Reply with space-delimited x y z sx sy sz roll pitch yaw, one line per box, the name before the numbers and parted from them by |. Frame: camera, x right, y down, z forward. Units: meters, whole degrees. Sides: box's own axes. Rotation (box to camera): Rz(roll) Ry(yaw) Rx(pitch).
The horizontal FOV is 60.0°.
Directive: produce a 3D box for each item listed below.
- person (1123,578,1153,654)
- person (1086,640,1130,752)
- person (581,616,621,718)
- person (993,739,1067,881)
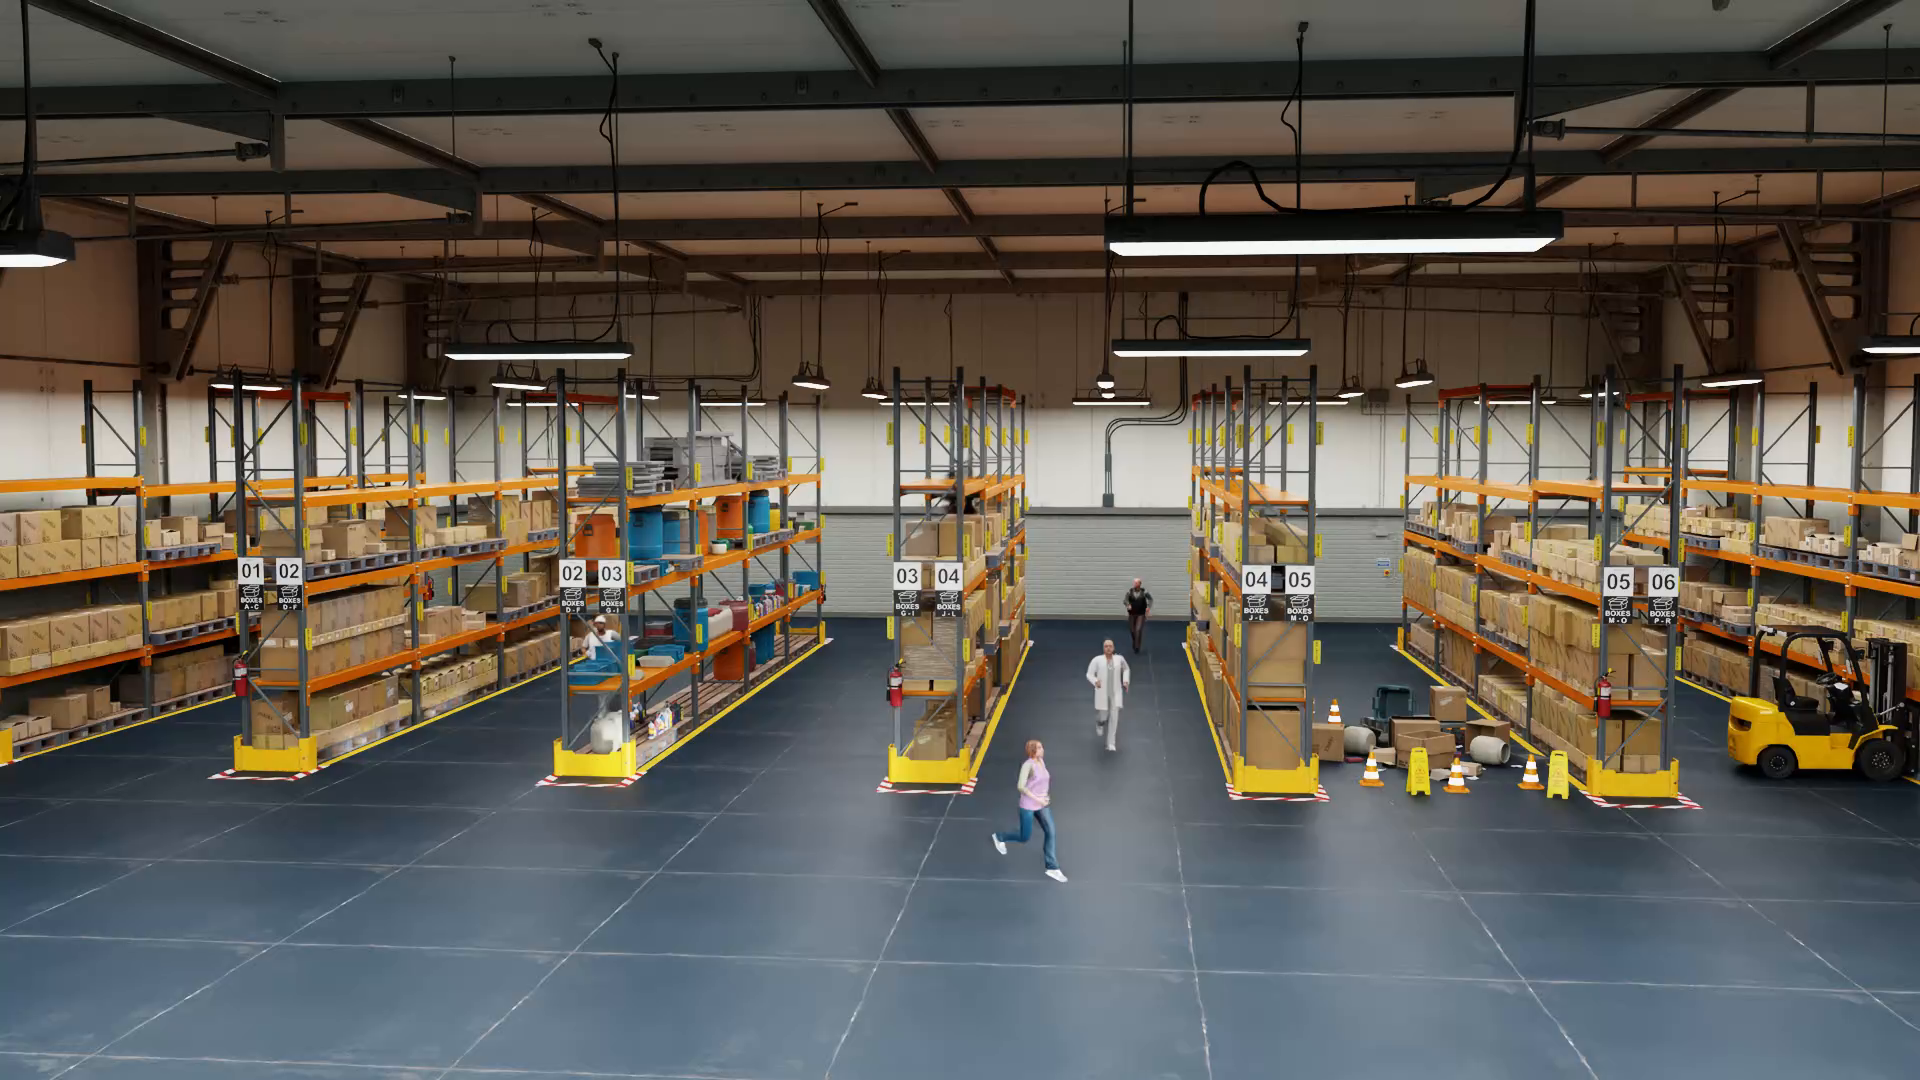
person | 4.126 1.751 38.618 0.684 1.731 0.795 1 4 17
person | 2.399 2.478 26.681 0.724 1.751 1.014 0 4 -2
person | -6.418 2.259 29.734 0.686 1.819 0.924 0 4 3
person | 0.799 3.054 18.977 0.983 1.584 0.518 3 5 40
